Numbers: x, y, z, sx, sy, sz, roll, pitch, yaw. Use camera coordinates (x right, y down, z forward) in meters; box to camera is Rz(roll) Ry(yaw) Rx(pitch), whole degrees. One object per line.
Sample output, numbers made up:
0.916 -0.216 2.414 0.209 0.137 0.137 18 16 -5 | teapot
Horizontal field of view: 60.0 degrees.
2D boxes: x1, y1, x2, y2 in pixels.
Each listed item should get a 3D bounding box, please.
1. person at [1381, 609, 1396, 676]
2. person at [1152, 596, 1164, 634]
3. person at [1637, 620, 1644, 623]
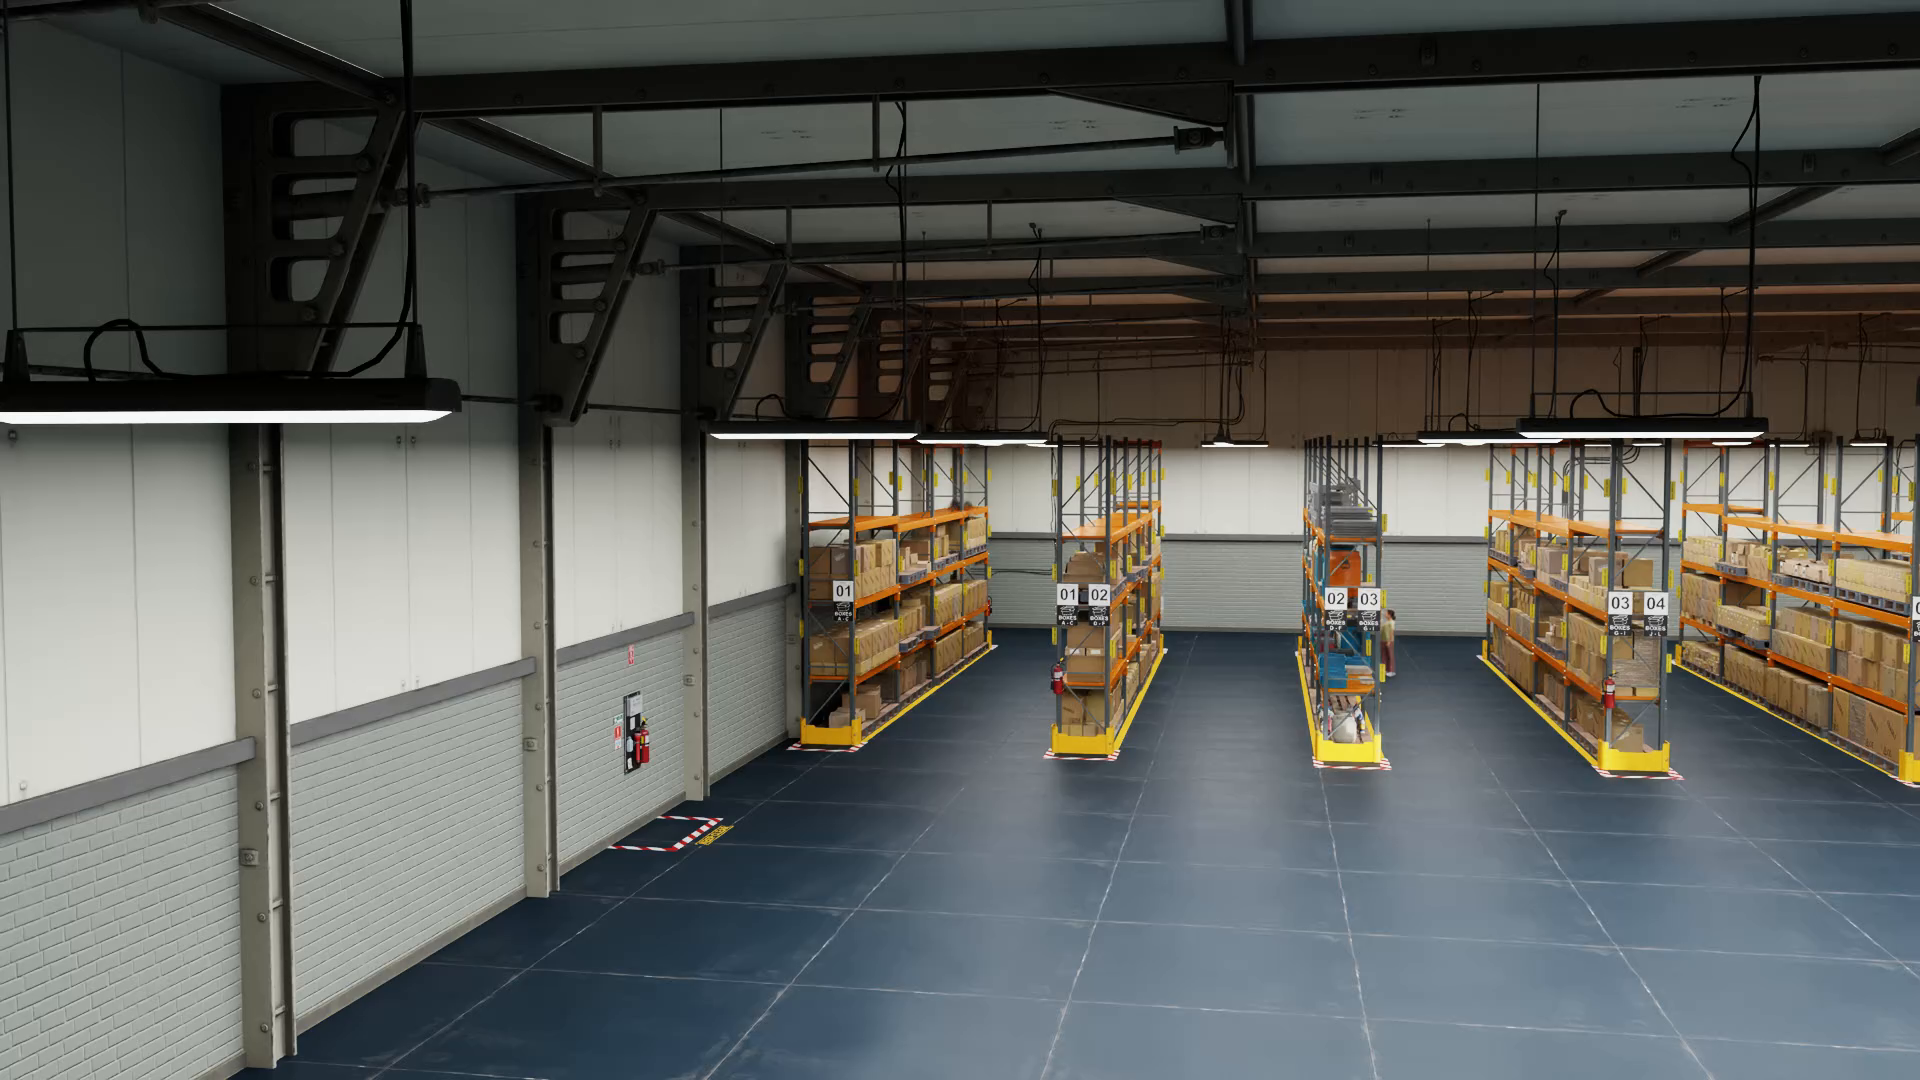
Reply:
10.888 2.599 42.288 0.380 1.681 0.456 -2 3 -26 | person
5.712 2.217 48.811 0.541 1.773 0.560 1 3 18 | person
18.100 2.495 44.491 0.421 1.671 0.800 2 3 26 | person
